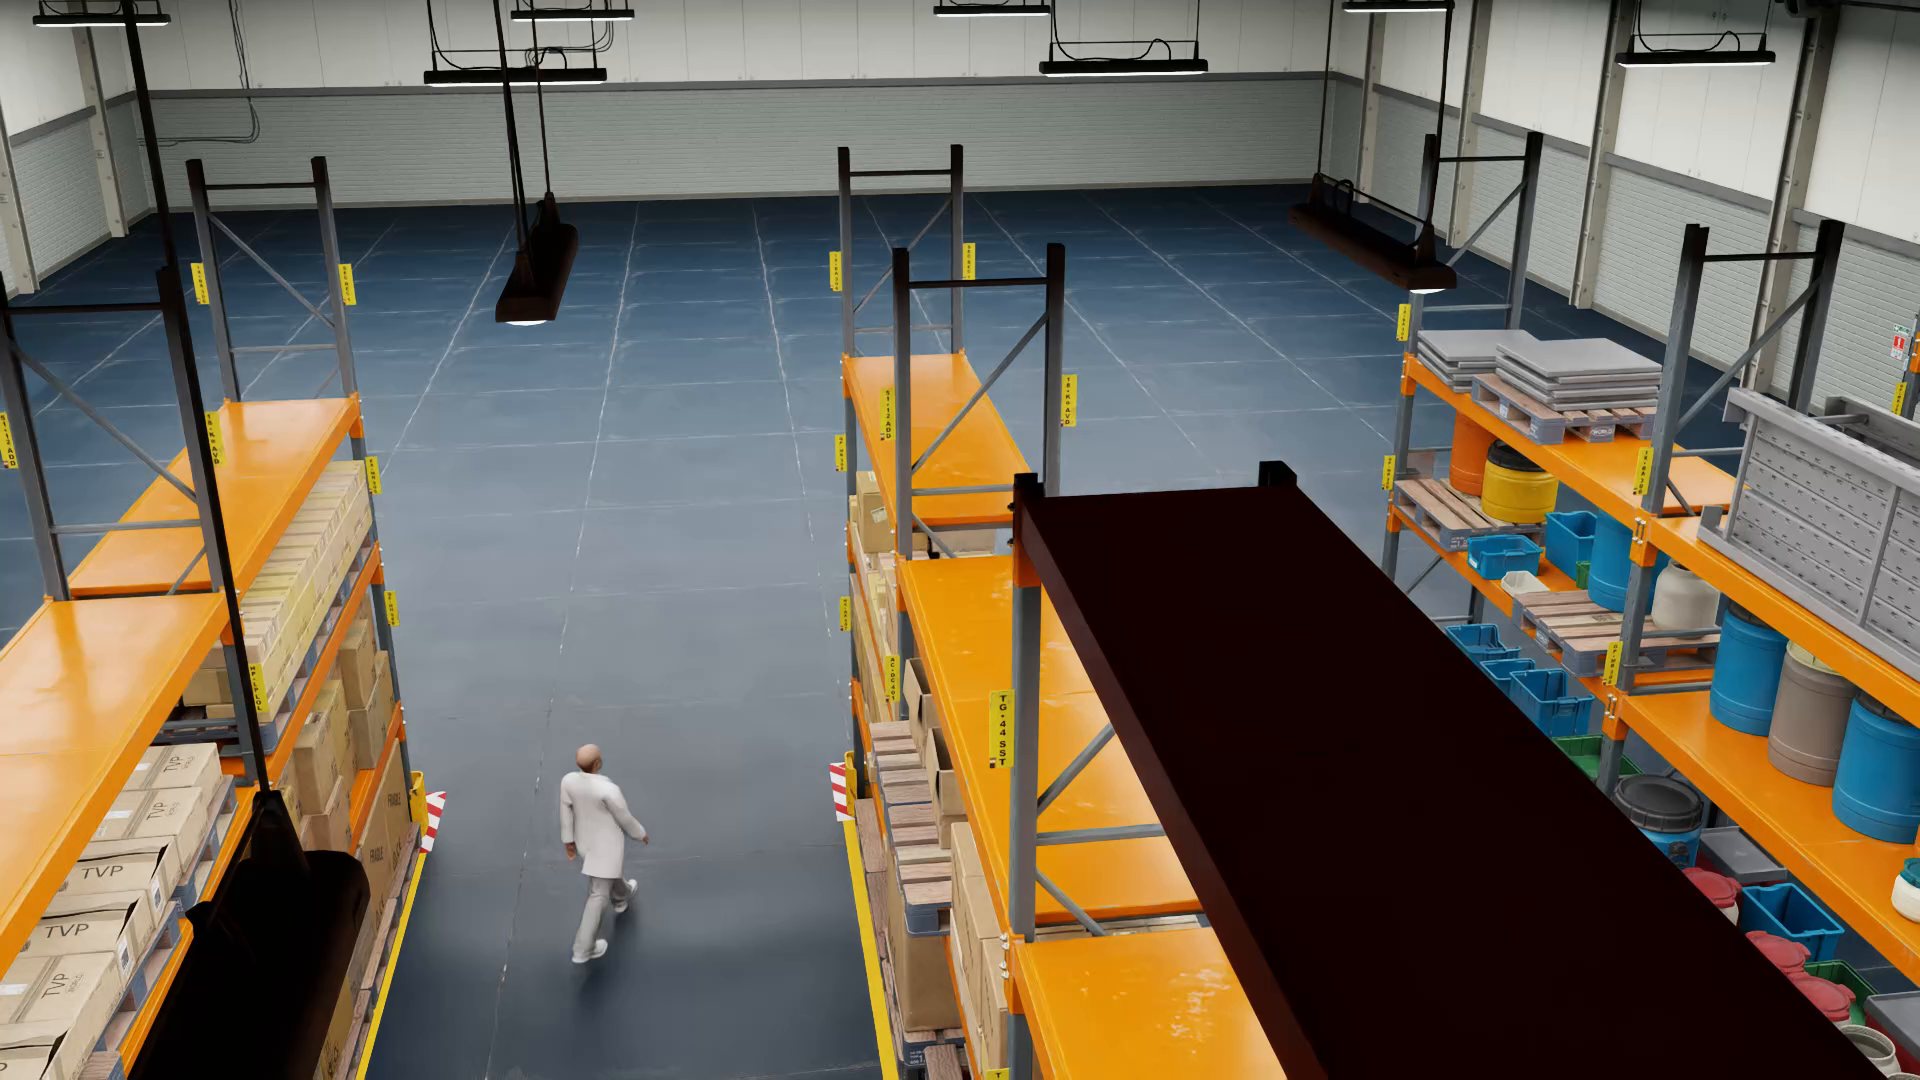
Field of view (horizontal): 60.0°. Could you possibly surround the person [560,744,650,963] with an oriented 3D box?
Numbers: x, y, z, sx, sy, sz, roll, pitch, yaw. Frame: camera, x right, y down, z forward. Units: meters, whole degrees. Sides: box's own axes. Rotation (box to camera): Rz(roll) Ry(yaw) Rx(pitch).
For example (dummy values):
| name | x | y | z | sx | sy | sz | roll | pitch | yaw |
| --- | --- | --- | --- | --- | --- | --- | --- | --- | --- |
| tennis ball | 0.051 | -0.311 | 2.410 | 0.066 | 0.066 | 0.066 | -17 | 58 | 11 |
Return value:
| name | x | y | z | sx | sy | sz | roll | pitch | yaw |
| --- | --- | --- | --- | --- | --- | --- | --- | --- | --- |
| person | -2.855 | 2.385 | 13.229 | 0.642 | 1.715 | 1.207 | 8 | 23 | 20 |
